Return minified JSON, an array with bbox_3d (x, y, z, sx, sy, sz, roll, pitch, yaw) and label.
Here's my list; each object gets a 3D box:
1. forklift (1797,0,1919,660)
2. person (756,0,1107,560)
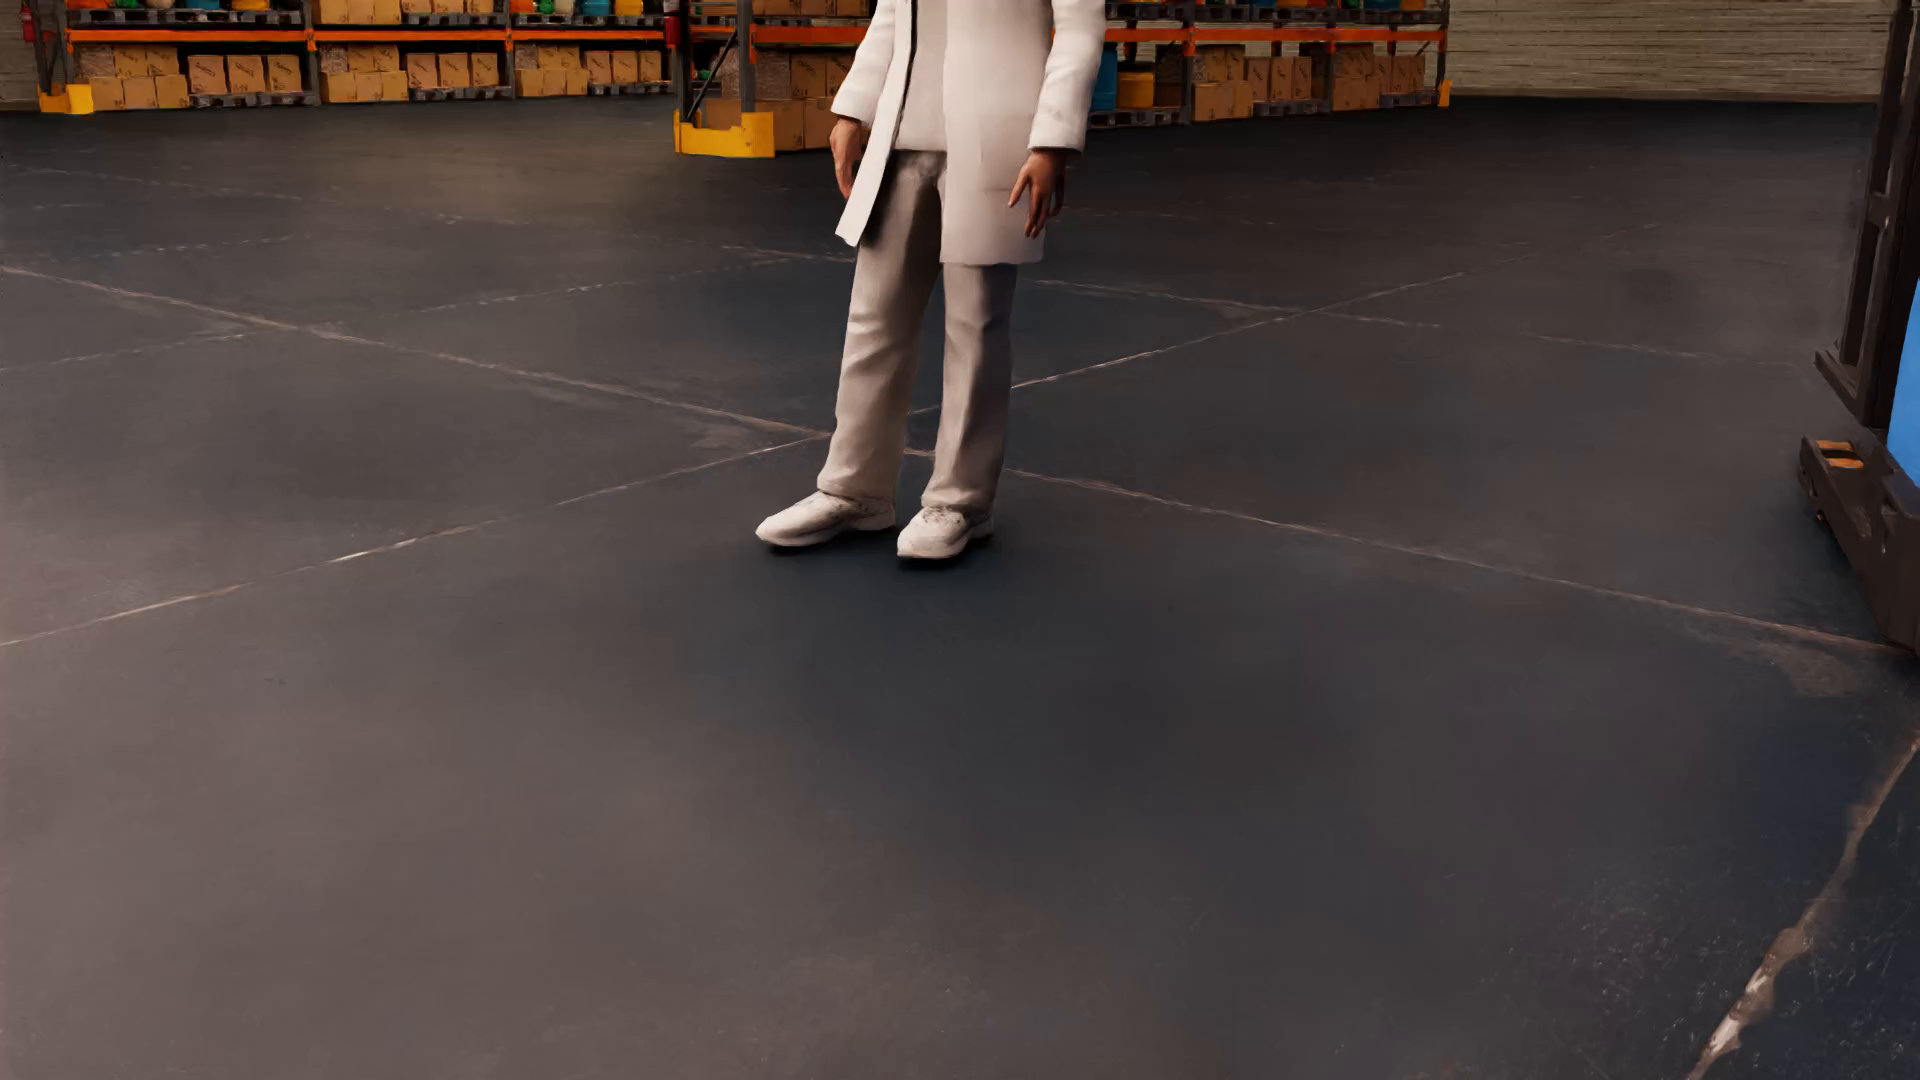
[{"bbox_3d":[2.593,-1.376,3.430,1.130,2.935,3.031,6,18,19],"label":"forklift"},{"bbox_3d":[-0.062,-0.838,3.617,0.694,1.776,0.579,13,21,37],"label":"person"}]
